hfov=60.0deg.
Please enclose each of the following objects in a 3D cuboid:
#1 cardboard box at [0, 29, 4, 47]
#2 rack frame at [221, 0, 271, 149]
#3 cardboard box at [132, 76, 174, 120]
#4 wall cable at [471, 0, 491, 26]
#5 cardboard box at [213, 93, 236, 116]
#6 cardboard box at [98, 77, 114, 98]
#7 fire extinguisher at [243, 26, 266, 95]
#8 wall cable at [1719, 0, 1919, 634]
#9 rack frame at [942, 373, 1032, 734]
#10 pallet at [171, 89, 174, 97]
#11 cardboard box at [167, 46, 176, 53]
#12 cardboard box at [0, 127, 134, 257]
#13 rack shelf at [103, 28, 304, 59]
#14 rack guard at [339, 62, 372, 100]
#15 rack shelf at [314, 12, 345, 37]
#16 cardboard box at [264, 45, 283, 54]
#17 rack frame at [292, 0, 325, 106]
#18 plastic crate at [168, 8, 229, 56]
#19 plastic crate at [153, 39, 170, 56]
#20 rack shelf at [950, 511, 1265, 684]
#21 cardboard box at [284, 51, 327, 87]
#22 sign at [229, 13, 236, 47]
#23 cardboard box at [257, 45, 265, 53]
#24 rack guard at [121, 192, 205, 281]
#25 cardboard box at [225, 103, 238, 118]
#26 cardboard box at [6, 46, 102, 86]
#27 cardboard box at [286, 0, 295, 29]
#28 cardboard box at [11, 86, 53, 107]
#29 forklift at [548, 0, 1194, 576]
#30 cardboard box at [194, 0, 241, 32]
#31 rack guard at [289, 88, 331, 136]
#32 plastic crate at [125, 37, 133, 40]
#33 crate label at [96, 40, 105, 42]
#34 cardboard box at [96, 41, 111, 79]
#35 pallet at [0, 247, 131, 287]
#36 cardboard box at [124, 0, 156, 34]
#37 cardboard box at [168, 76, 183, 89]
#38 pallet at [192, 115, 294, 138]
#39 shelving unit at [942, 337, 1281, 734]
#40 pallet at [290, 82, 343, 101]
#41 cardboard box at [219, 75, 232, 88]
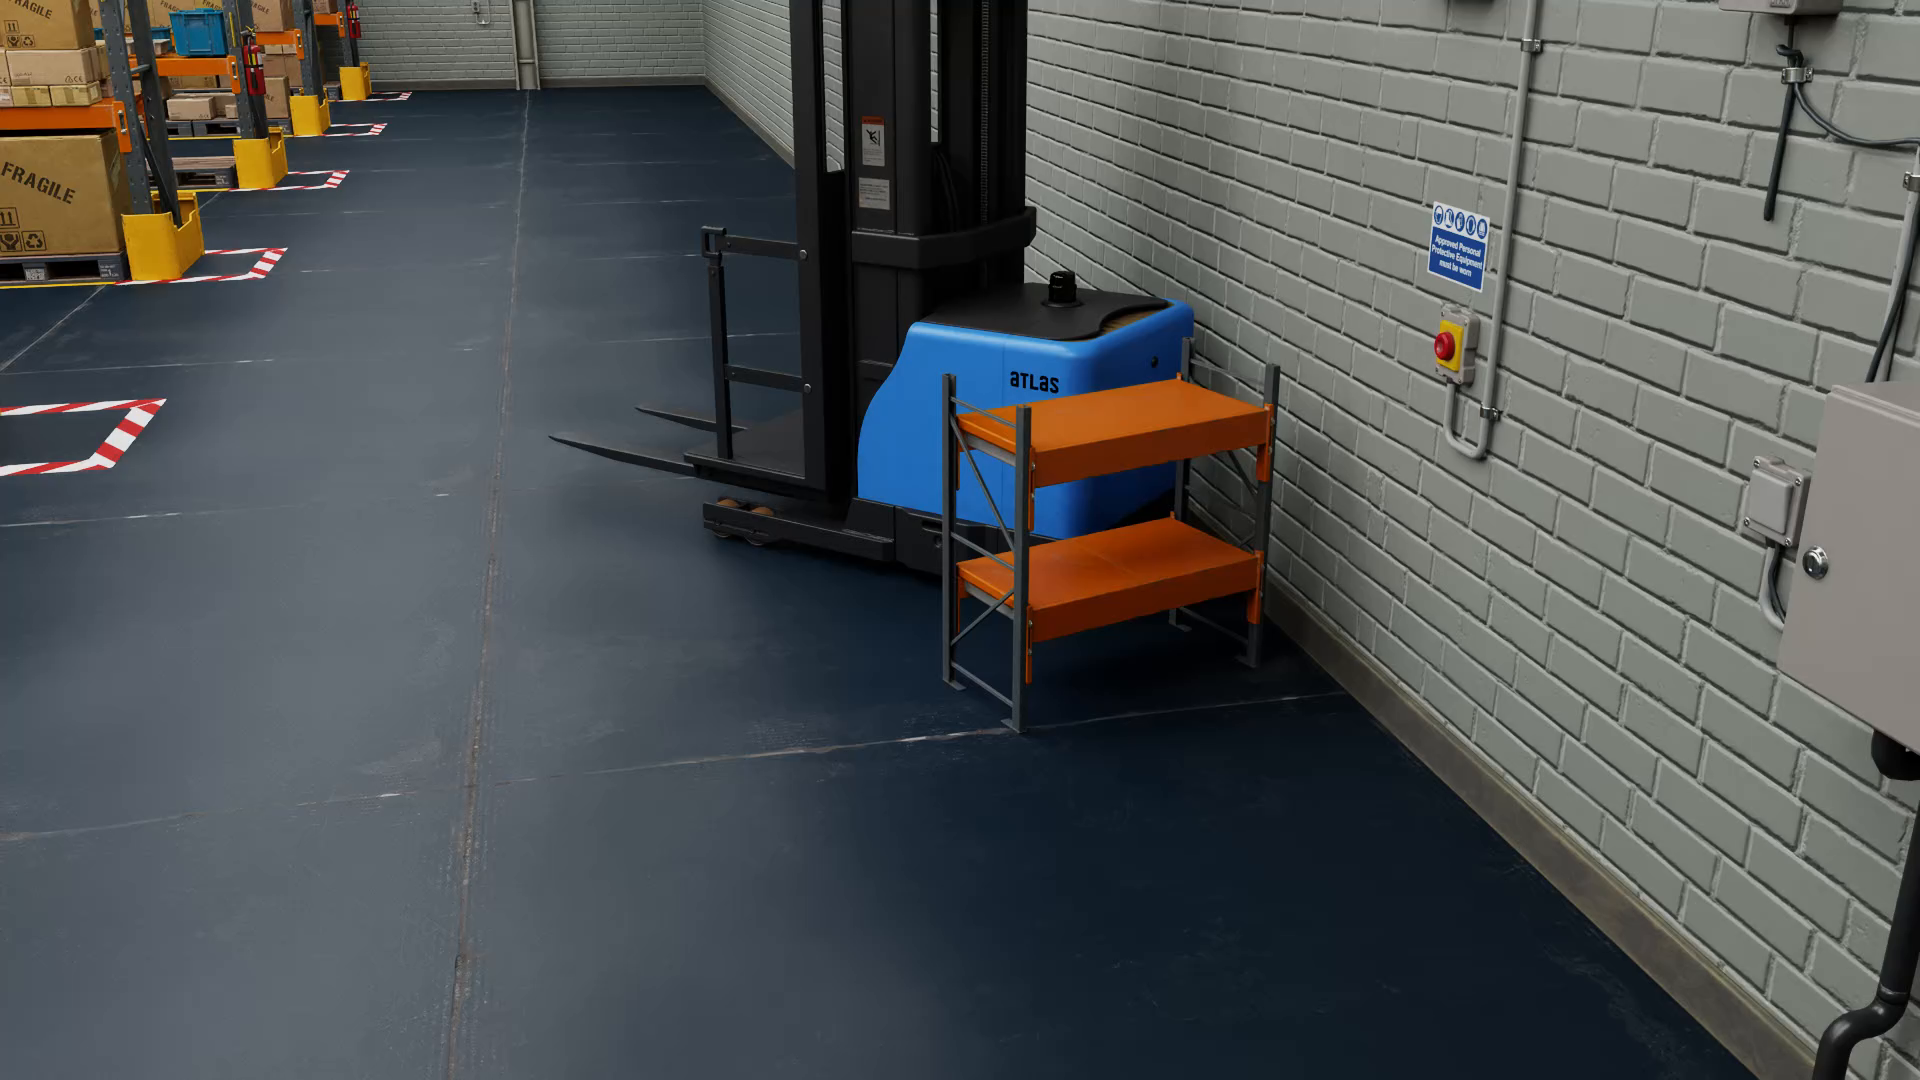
[{"bbox_3d":[-7.346,-4.025,12.637,0.500,0.500,0.500,-5,21,-14],"label":"cardboard box"},{"bbox_3d":[-7.470,-5.249,17.282,0.127,3.000,1.000,-5,21,-12],"label":"rack frame"},{"bbox_3d":[-10.671,-5.775,21.709,0.637,0.503,0.797,-5,21,-12],"label":"cardboard box"},{"bbox_3d":[-8.721,-9.460,27.301,1.851,1.984,0.084,-5,21,-12],"label":"wall cable"},{"bbox_3d":[-9.687,-5.835,22.240,0.500,0.250,0.500,-5,21,-12],"label":"cardboard box"},{"bbox_3d":[-6.751,-3.555,13.024,0.250,0.149,0.380,-4,21,-12],"label":"cardboard box"},{"bbox_3d":[-7.218,-4.897,16.977,0.183,0.674,0.296,-5,21,-12],"label":"fire extinguisher"},{"bbox_3d":[1.770,-0.731,3.472,0.122,1.984,0.588,-5,21,-12],"label":"wall cable"},{"bbox_3d":[0.081,0.044,5.559,0.032,1.125,0.500,-12,23,-29],"label":"rack frame"},{"bbox_3d":[-12.884,-6.973,26.043,1.213,0.211,1.003,-5,21,-12],"label":"pallet"},{"bbox_3d":[-12.309,-7.720,26.108,0.250,0.149,0.380,-5,21,-14],"label":"cardboard box"},{"bbox_3d":[-6.934,-2.713,12.838,0.875,0.875,0.875,-5,21,-12],"label":"cardboard box"},{"bbox_3d":[-10.552,-6.411,21.501,4.000,0.370,1.077,-5,21,-12],"label":"rack shelf"},{"bbox_3d":[-9.726,-7.393,26.770,0.348,0.500,1.175,-5,21,-12],"label":"rack guard"},{"bbox_3d":[-11.696,-8.069,26.026,4.000,0.370,1.077,-5,21,-12],"label":"rack shelf"},{"bbox_3d":[-10.739,-7.712,26.088,0.250,0.149,0.380,-4,21,-11],"label":"cardboard box"},{"bbox_3d":[-8.606,-6.907,21.809,0.127,3.000,1.000,-5,21,-12],"label":"rack frame"},{"bbox_3d":[-7.752,-5.204,17.022,0.499,0.435,0.616,-5,21,-12],"label":"plastic crate"},{"bbox_3d":[-8.221,-5.028,16.975,0.243,0.136,0.396,-5,21,-12],"label":"plastic crate"},{"bbox_3d":[0.516,0.183,5.890,1.000,0.278,0.538,-12,23,-29],"label":"rack shelf"},{"bbox_3d":[-10.407,-7.499,26.450,0.500,0.500,0.700,-5,21,-12],"label":"cardboard box"},{"bbox_3d":[-7.327,-5.142,16.755,0.005,0.325,0.100,-5,21,-12],"label":"sign"},{"bbox_3d":[-11.068,-7.821,26.384,0.250,0.149,0.380,-4,21,-12],"label":"cardboard box"},{"bbox_3d":[-6.306,-2.419,13.191,0.348,0.500,1.175,-5,21,-12],"label":"rack guard"},{"bbox_3d":[-9.493,-5.656,21.873,0.250,0.166,0.380,-5,21,-12],"label":"cardboard box"},{"bbox_3d":[-6.740,-3.533,12.383,0.500,0.250,0.500,-5,21,-13],"label":"cardboard box"},{"bbox_3d":[-9.098,-7.007,21.937,0.500,0.500,0.500,-4,21,-11],"label":"cardboard box"},{"bbox_3d":[-6.853,-3.313,12.364,0.250,0.149,0.380,-4,21,-12],"label":"cardboard box"},{"bbox_3d":[-0.534,-1.492,7.125,3.031,2.935,1.130,12,23,30],"label":"forklift"},{"bbox_3d":[-9.483,-6.785,21.331,0.500,0.500,0.500,-4,21,-12],"label":"cardboard box"},{"bbox_3d":[-8.680,-5.727,22.223,0.348,0.500,1.175,-5,21,-12],"label":"rack guard"},{"bbox_3d":[-8.777,-5.192,17.424,0.298,0.136,0.250,-5,21,-12],"label":"plastic crate"},{"bbox_3d":[-8.772,-4.979,16.843,0.243,0.136,0.396,-5,21,-12],"label":"crate label"},{"bbox_3d":[-6.859,-3.712,12.874,0.500,0.250,0.500,-5,21,-14],"label":"cardboard box"},{"bbox_3d":[-7.090,-2.192,12.991,1.213,0.211,1.003,-5,21,-12],"label":"pallet"},{"bbox_3d":[-10.460,-6.708,21.119,0.500,0.500,0.500,-5,21,-13],"label":"cardboard box"},{"bbox_3d":[-12.401,-7.335,26.002,0.500,0.500,0.700,-5,21,-13],"label":"cardboard box"},{"bbox_3d":[-9.455,-5.528,22.099,1.213,0.211,1.003,-5,21,-12],"label":"pallet"},{"bbox_3d":[0.516,-0.046,5.806,1.048,1.125,0.538,-12,23,-29],"label":"shelving unit"},{"bbox_3d":[-10.509,-7.166,26.570,1.213,0.211,1.003,-5,21,-12],"label":"pallet"},{"bbox_3d":[-11.384,-7.420,26.232,0.500,0.500,0.700,-5,21,-14],"label":"cardboard box"}]
